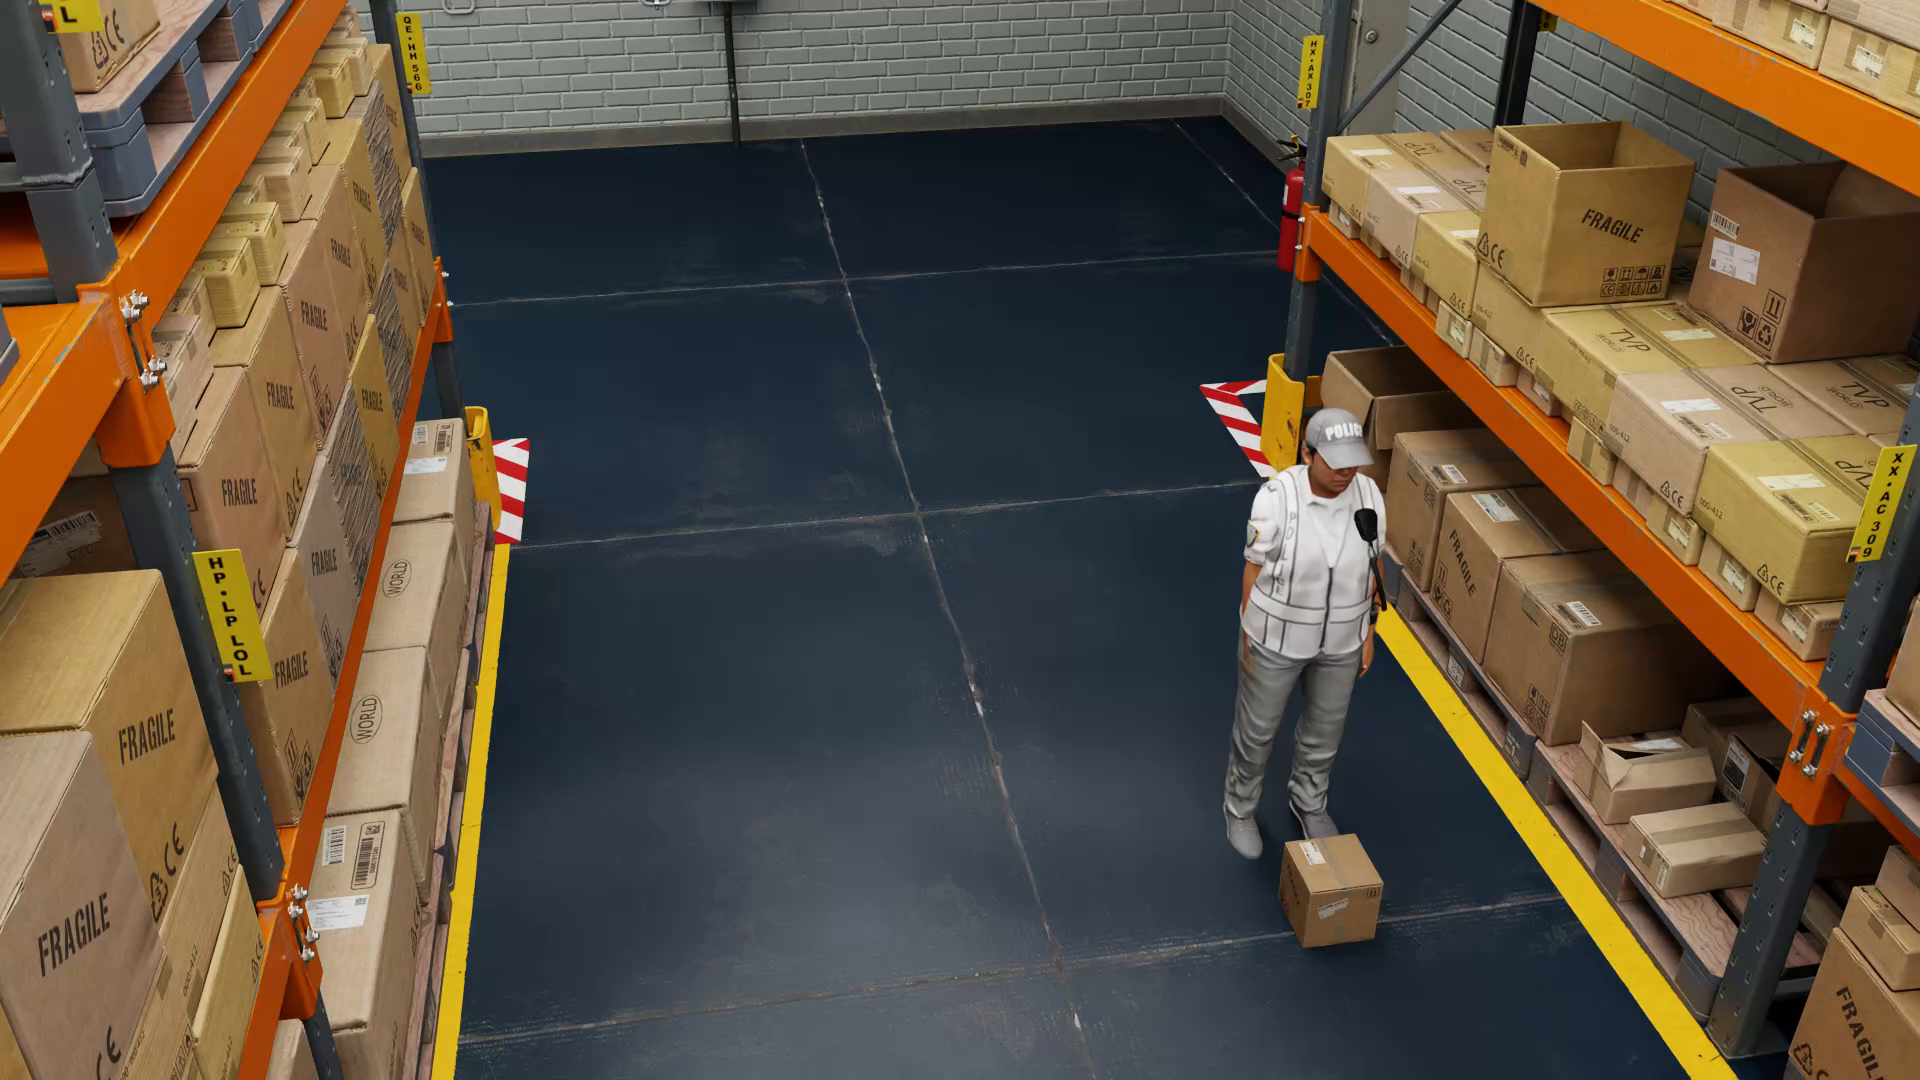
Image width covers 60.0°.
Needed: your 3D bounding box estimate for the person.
[{"bbox_3d":[1.172,0.333,5.589,0.479,1.689,0.390,-5,31,-8],"label":"person"}]
